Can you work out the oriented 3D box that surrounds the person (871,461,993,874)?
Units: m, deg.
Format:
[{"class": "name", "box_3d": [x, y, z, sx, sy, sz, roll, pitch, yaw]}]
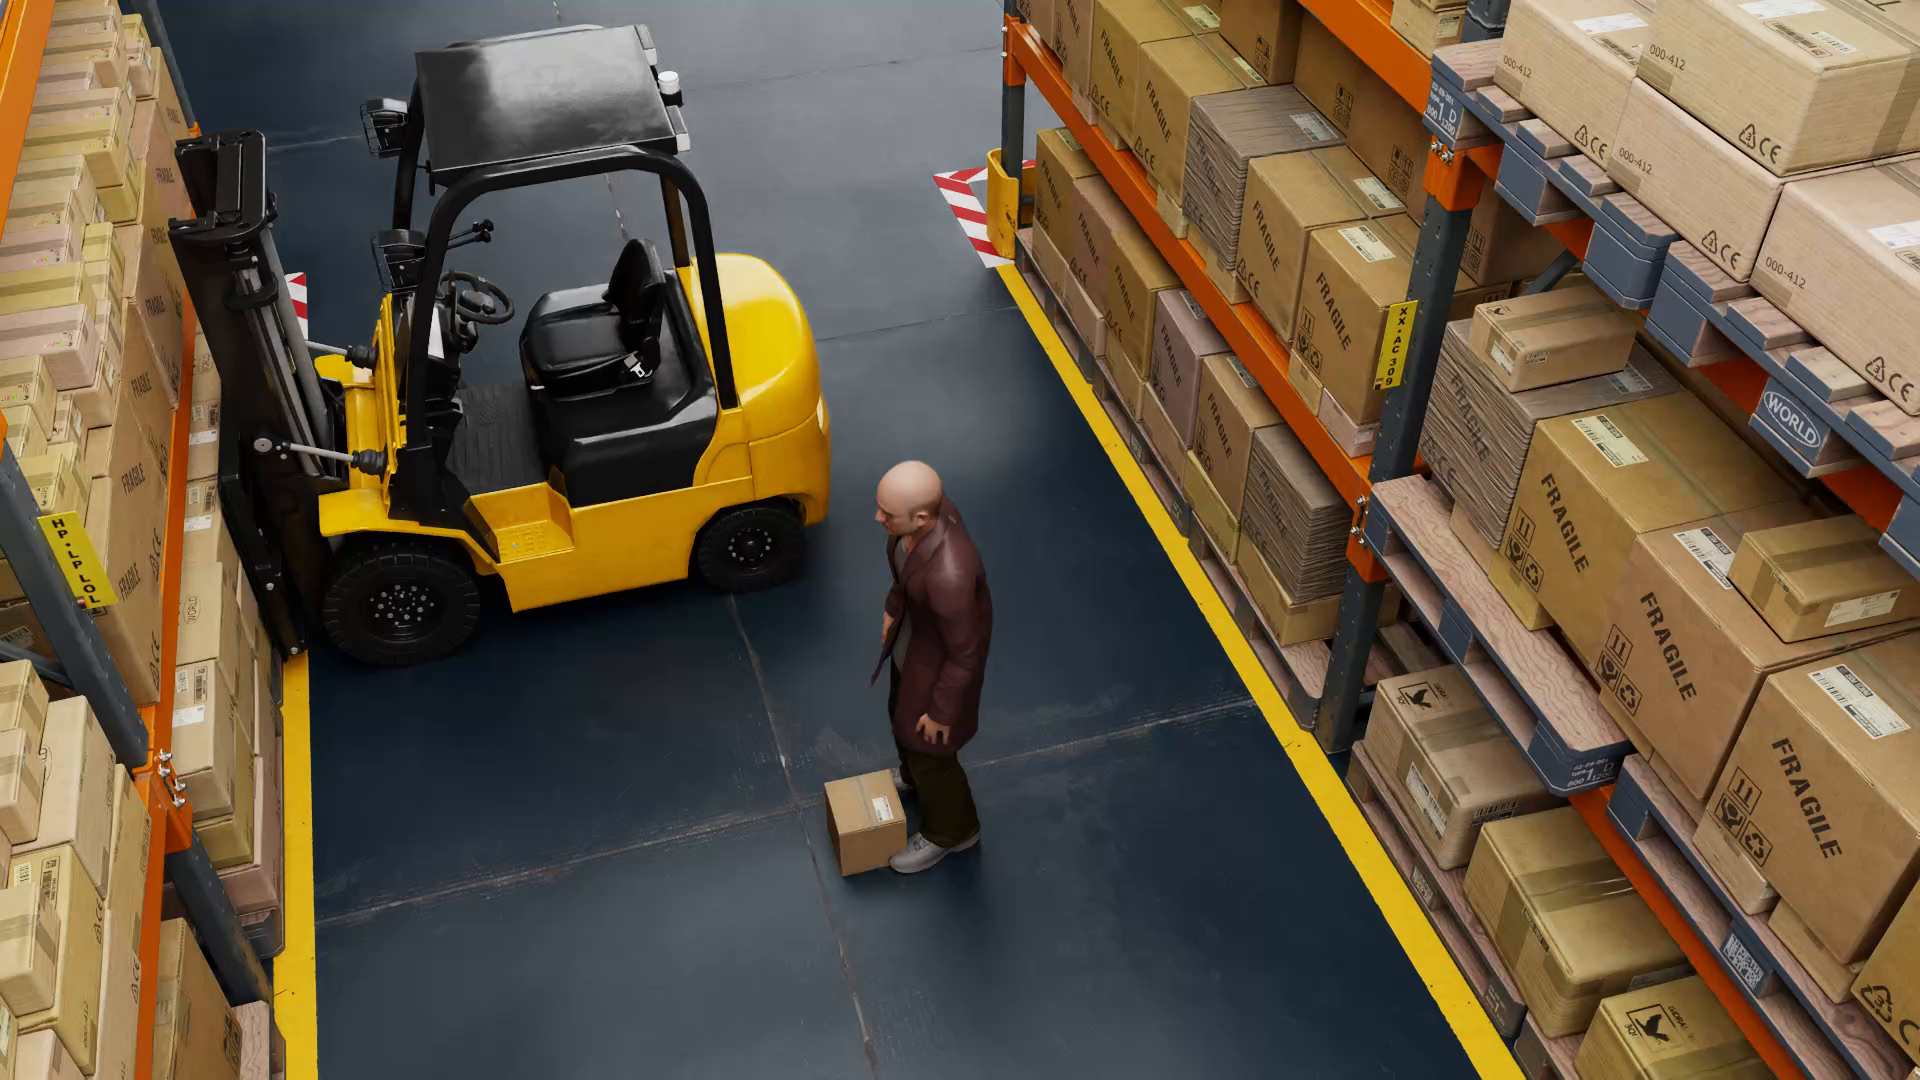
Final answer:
[{"class": "person", "box_3d": [-0.116, 0.488, 5.764, 0.426, 1.585, 0.644, -12, 43, -13]}]
